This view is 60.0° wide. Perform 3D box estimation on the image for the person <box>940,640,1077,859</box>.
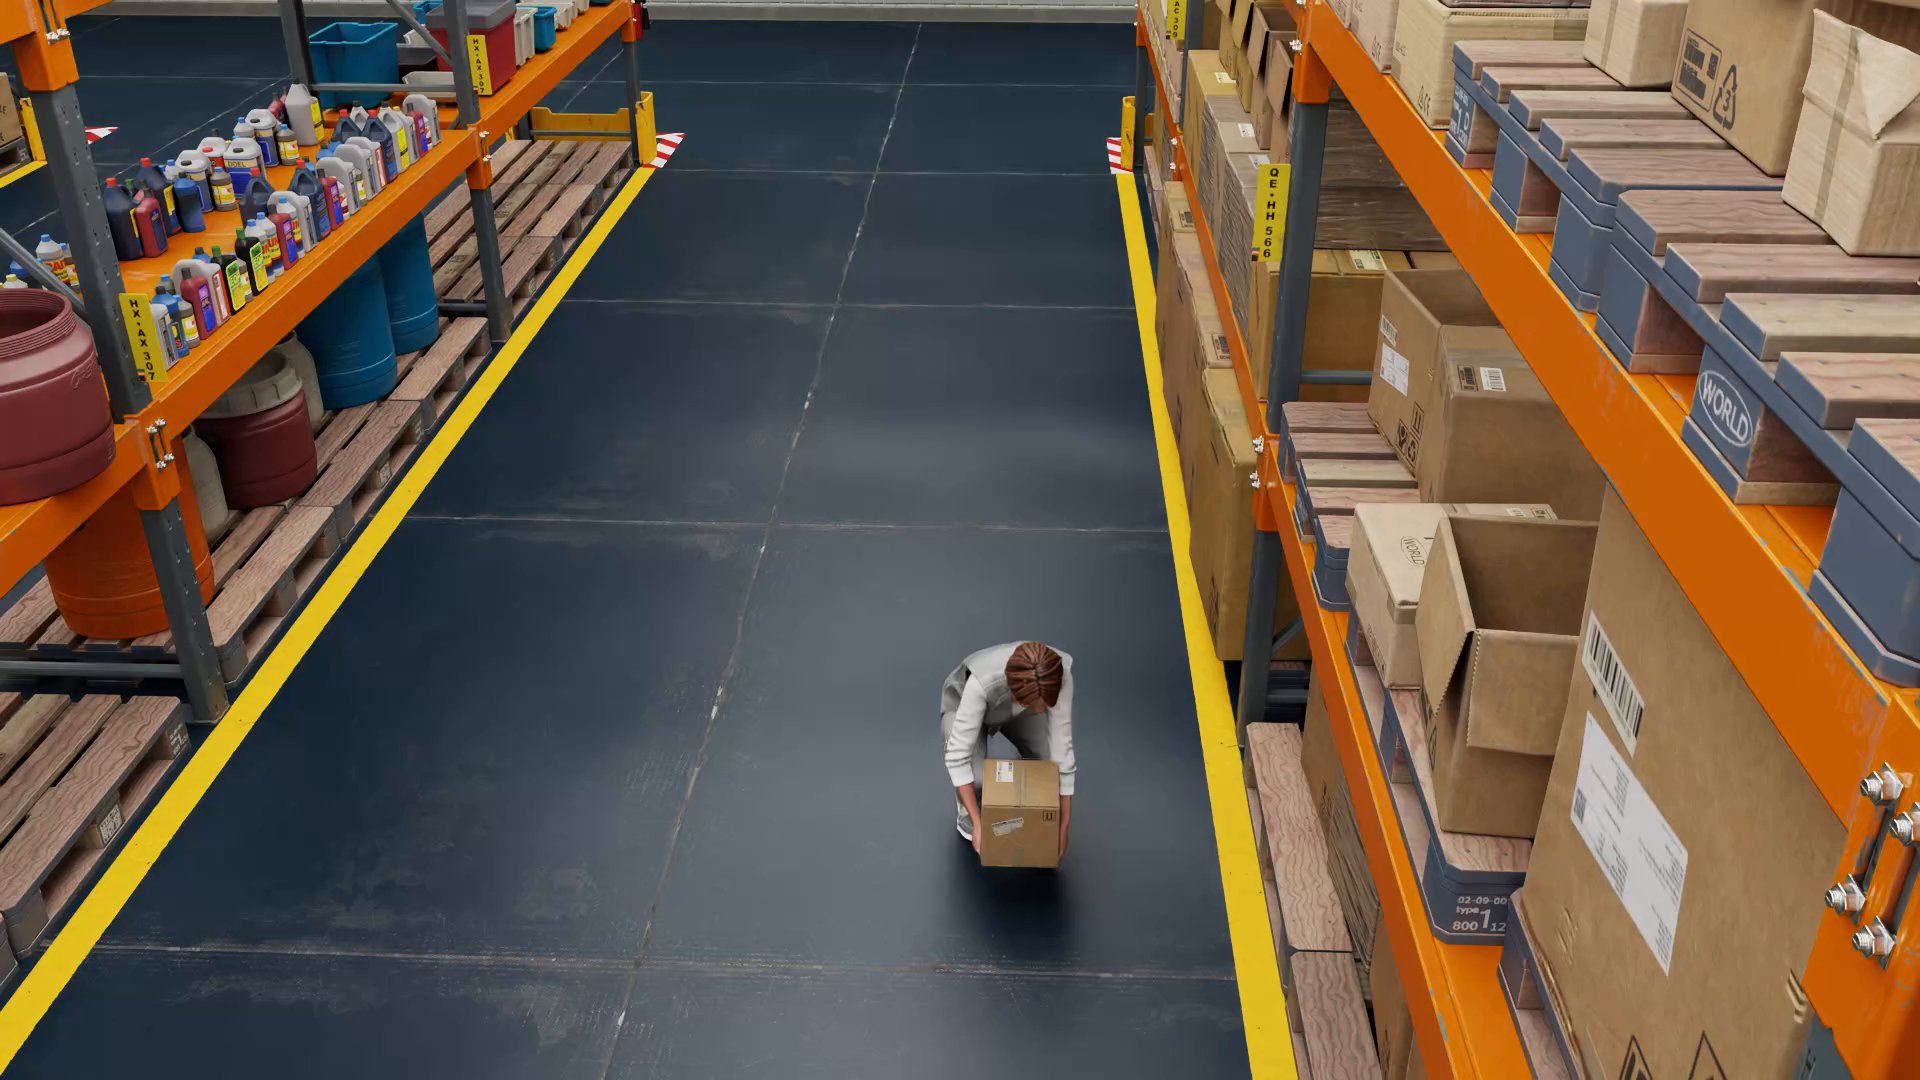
[{"bbox_3d":[0.152,0.655,5.671,0.453,0.894,0.807,-5,29,-9],"label":"person"}]
